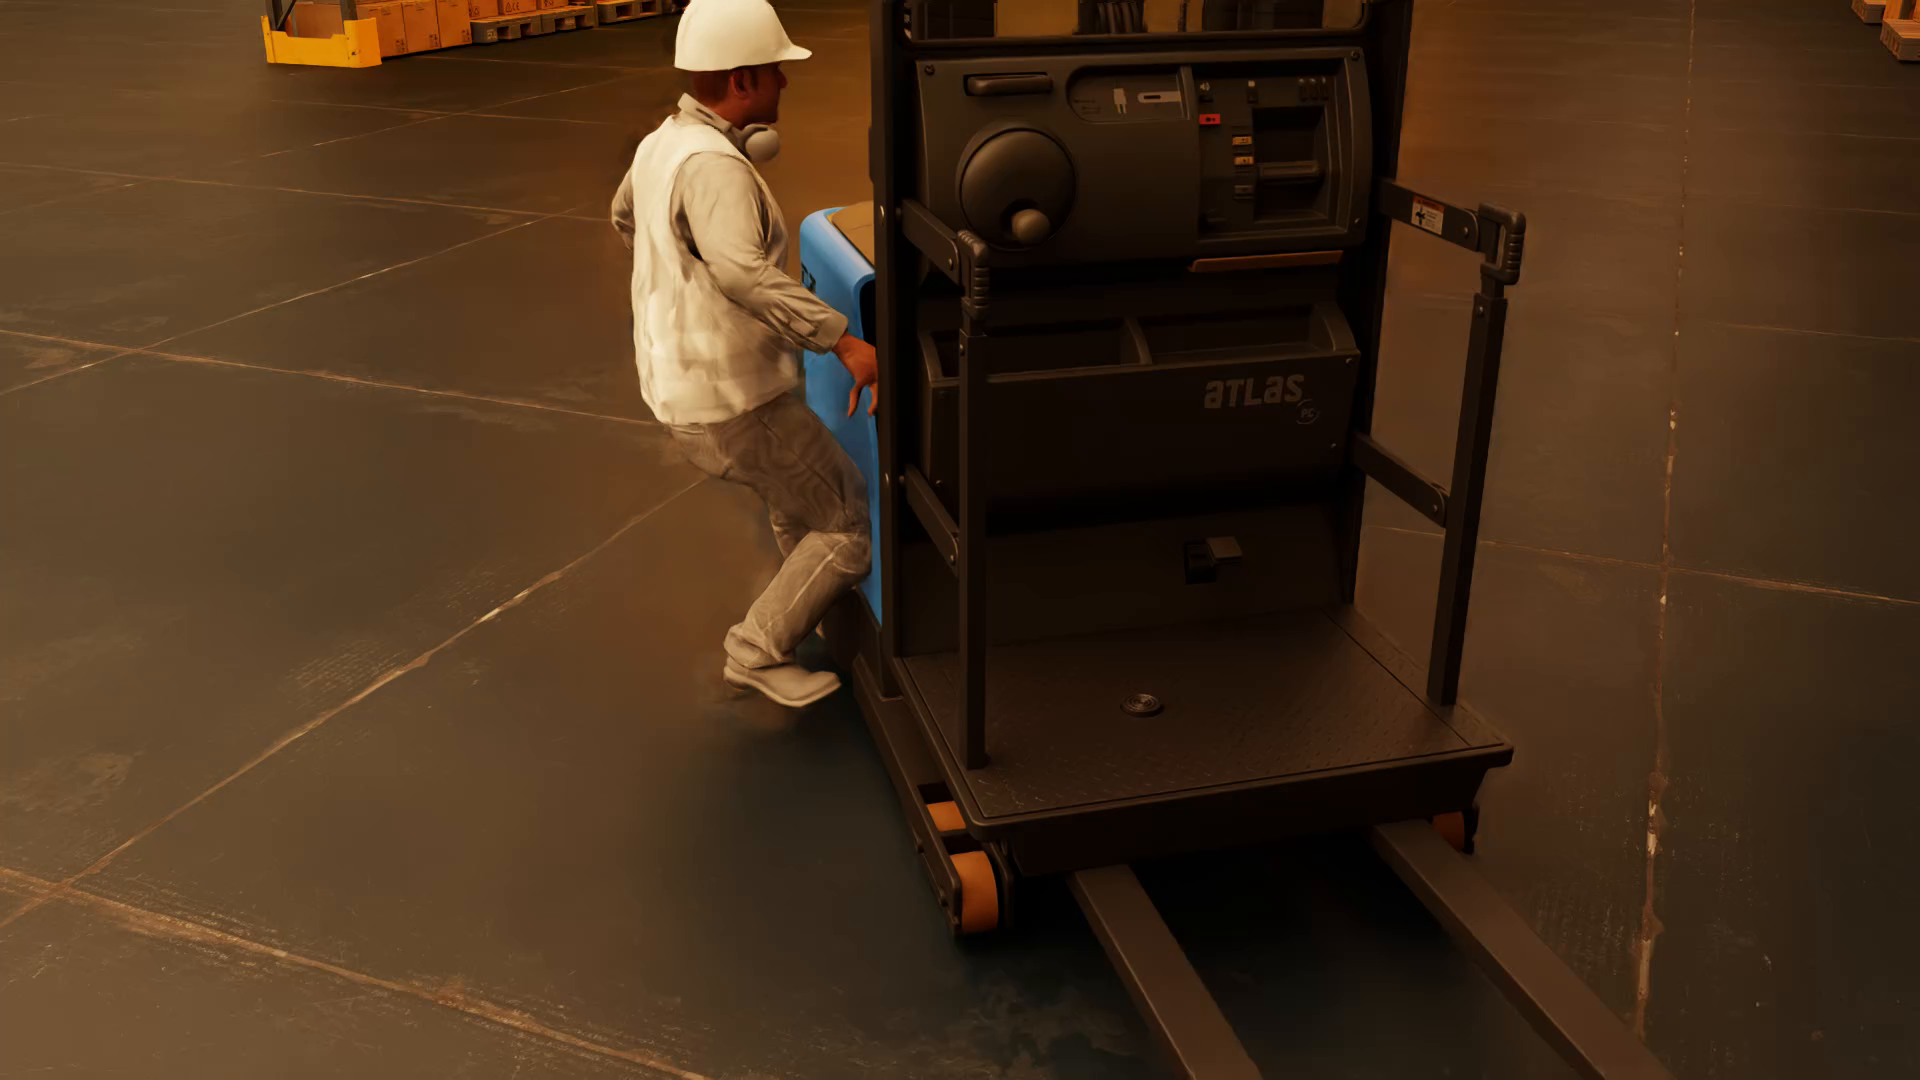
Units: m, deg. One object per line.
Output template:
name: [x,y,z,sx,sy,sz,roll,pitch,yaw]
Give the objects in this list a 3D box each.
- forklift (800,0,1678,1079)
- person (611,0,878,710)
forklift: [0.431,-0.745,3.075,1.130,2.935,3.031,-6,23,-14]
person: [-0.365,-0.398,3.866,0.764,1.696,0.948,-8,24,-18]
